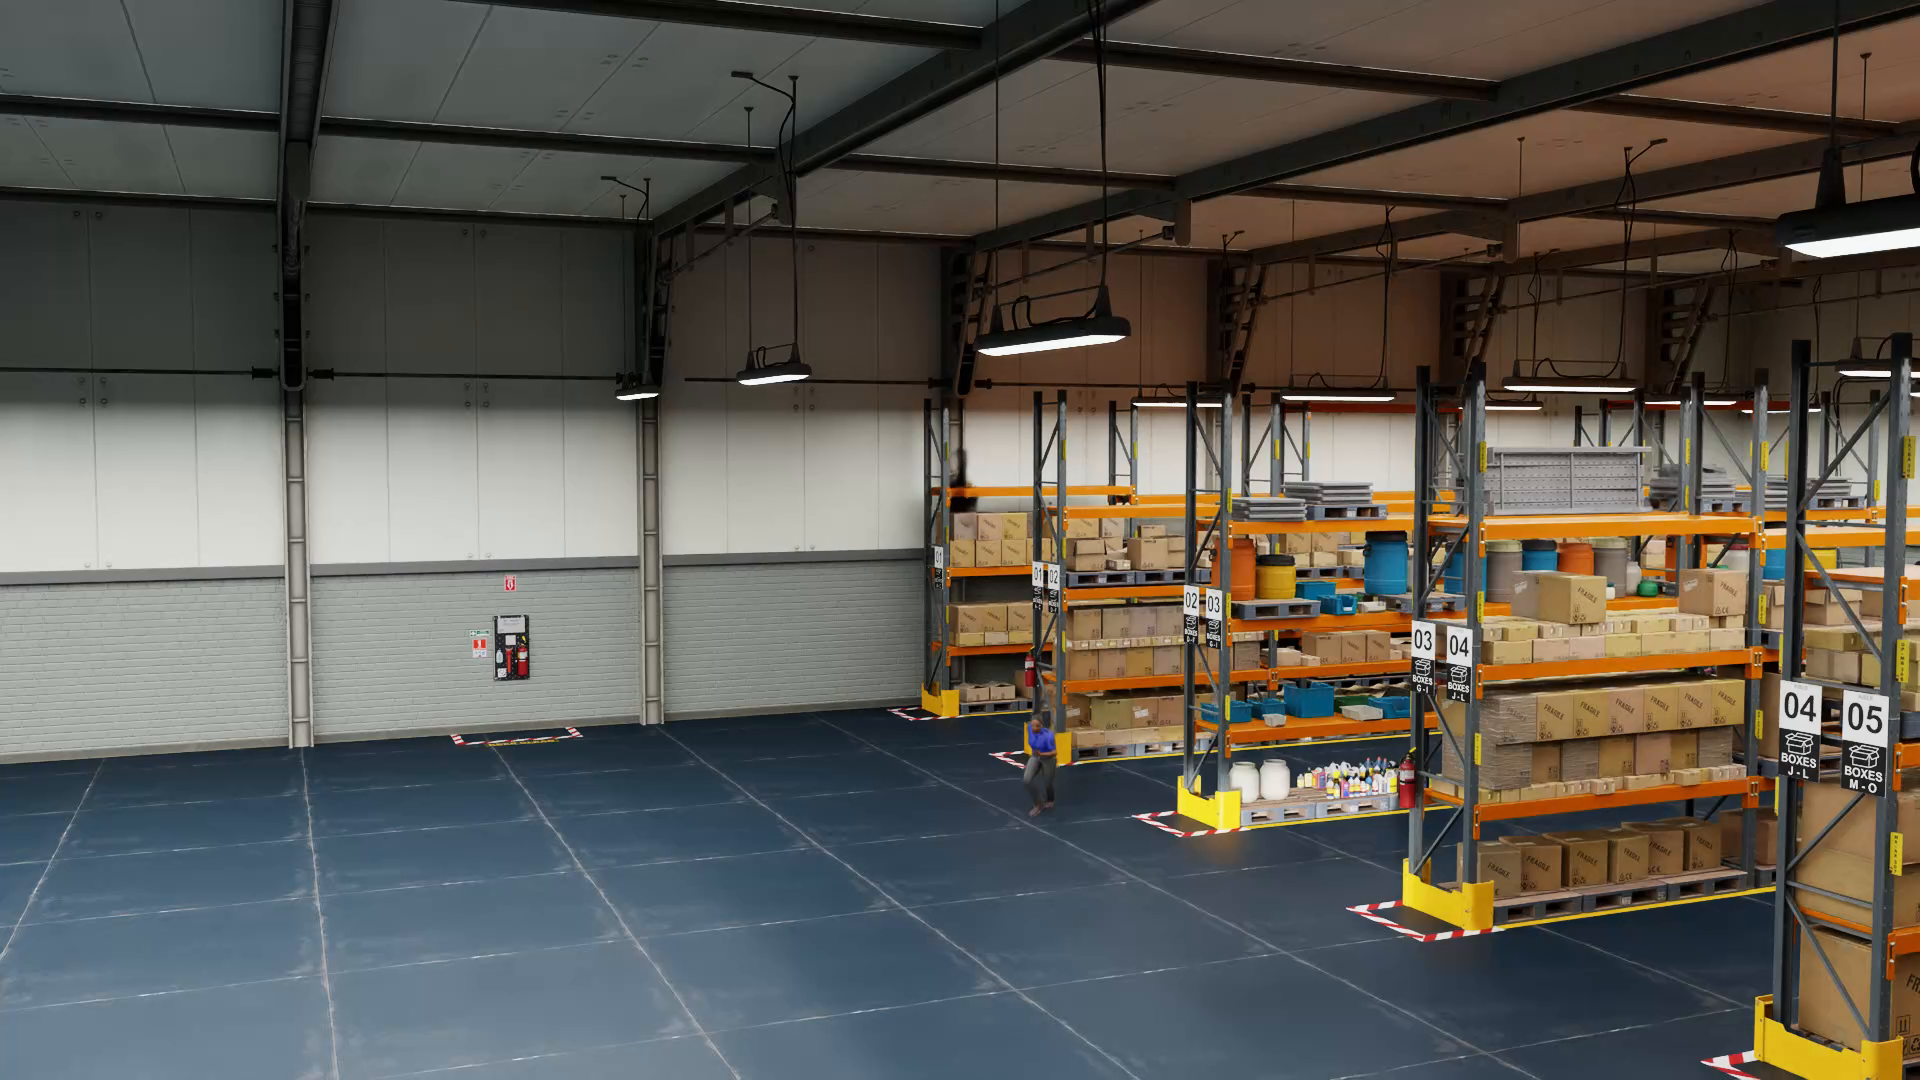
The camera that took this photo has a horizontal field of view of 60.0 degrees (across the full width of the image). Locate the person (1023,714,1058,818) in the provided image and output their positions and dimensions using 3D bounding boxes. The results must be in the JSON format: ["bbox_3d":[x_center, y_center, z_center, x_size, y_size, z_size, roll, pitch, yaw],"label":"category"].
[{"bbox_3d":[1.140,3.073,22.925,0.590,1.456,1.053,2,4,25],"label":"person"}]
